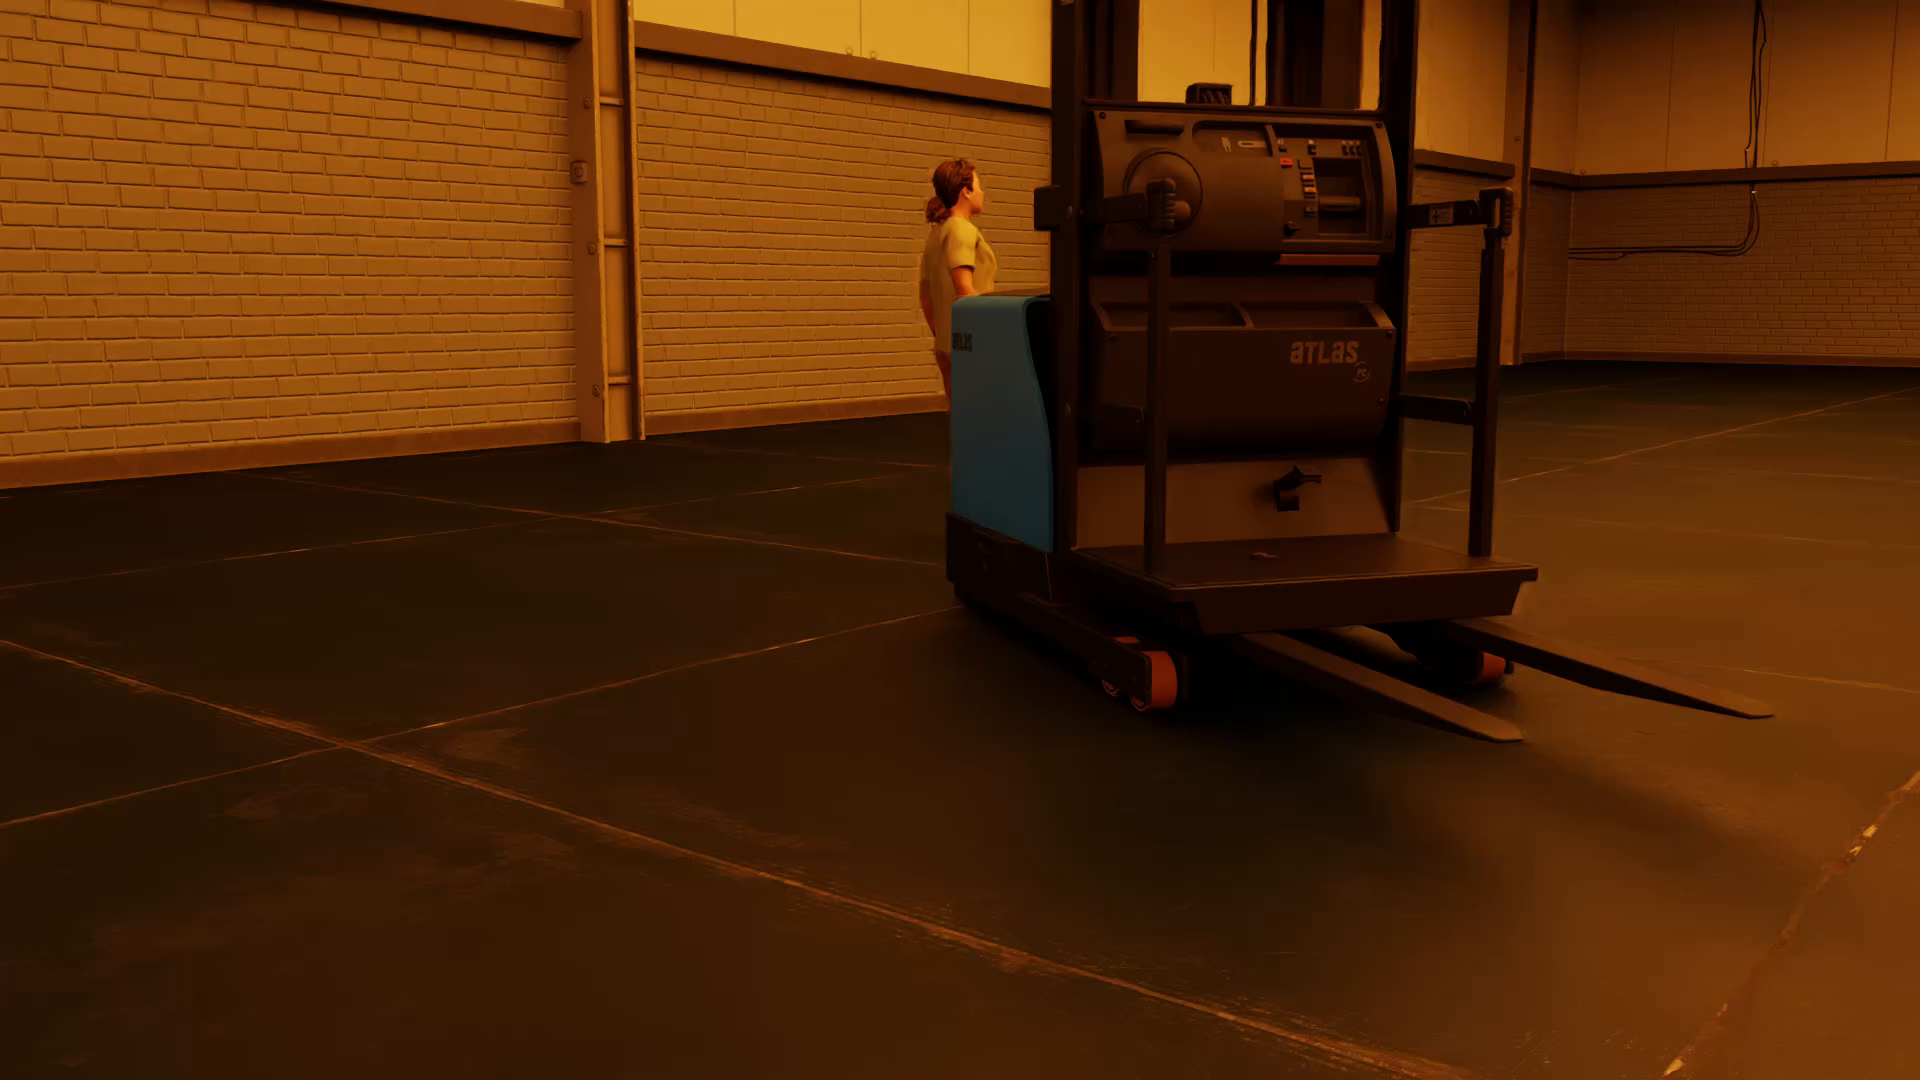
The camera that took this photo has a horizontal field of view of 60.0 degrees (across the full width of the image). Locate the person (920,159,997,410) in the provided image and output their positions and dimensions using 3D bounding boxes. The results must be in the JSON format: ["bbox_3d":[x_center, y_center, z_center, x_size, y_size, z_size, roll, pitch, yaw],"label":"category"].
[{"bbox_3d":[0.120,-0.827,7.324,0.569,1.663,0.565,-3,9,-20],"label":"person"}]

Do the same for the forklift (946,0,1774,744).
[{"bbox_3d":[0.891,-1.065,4.561,1.130,2.935,3.031,-3,9,-18],"label":"forklift"}]
